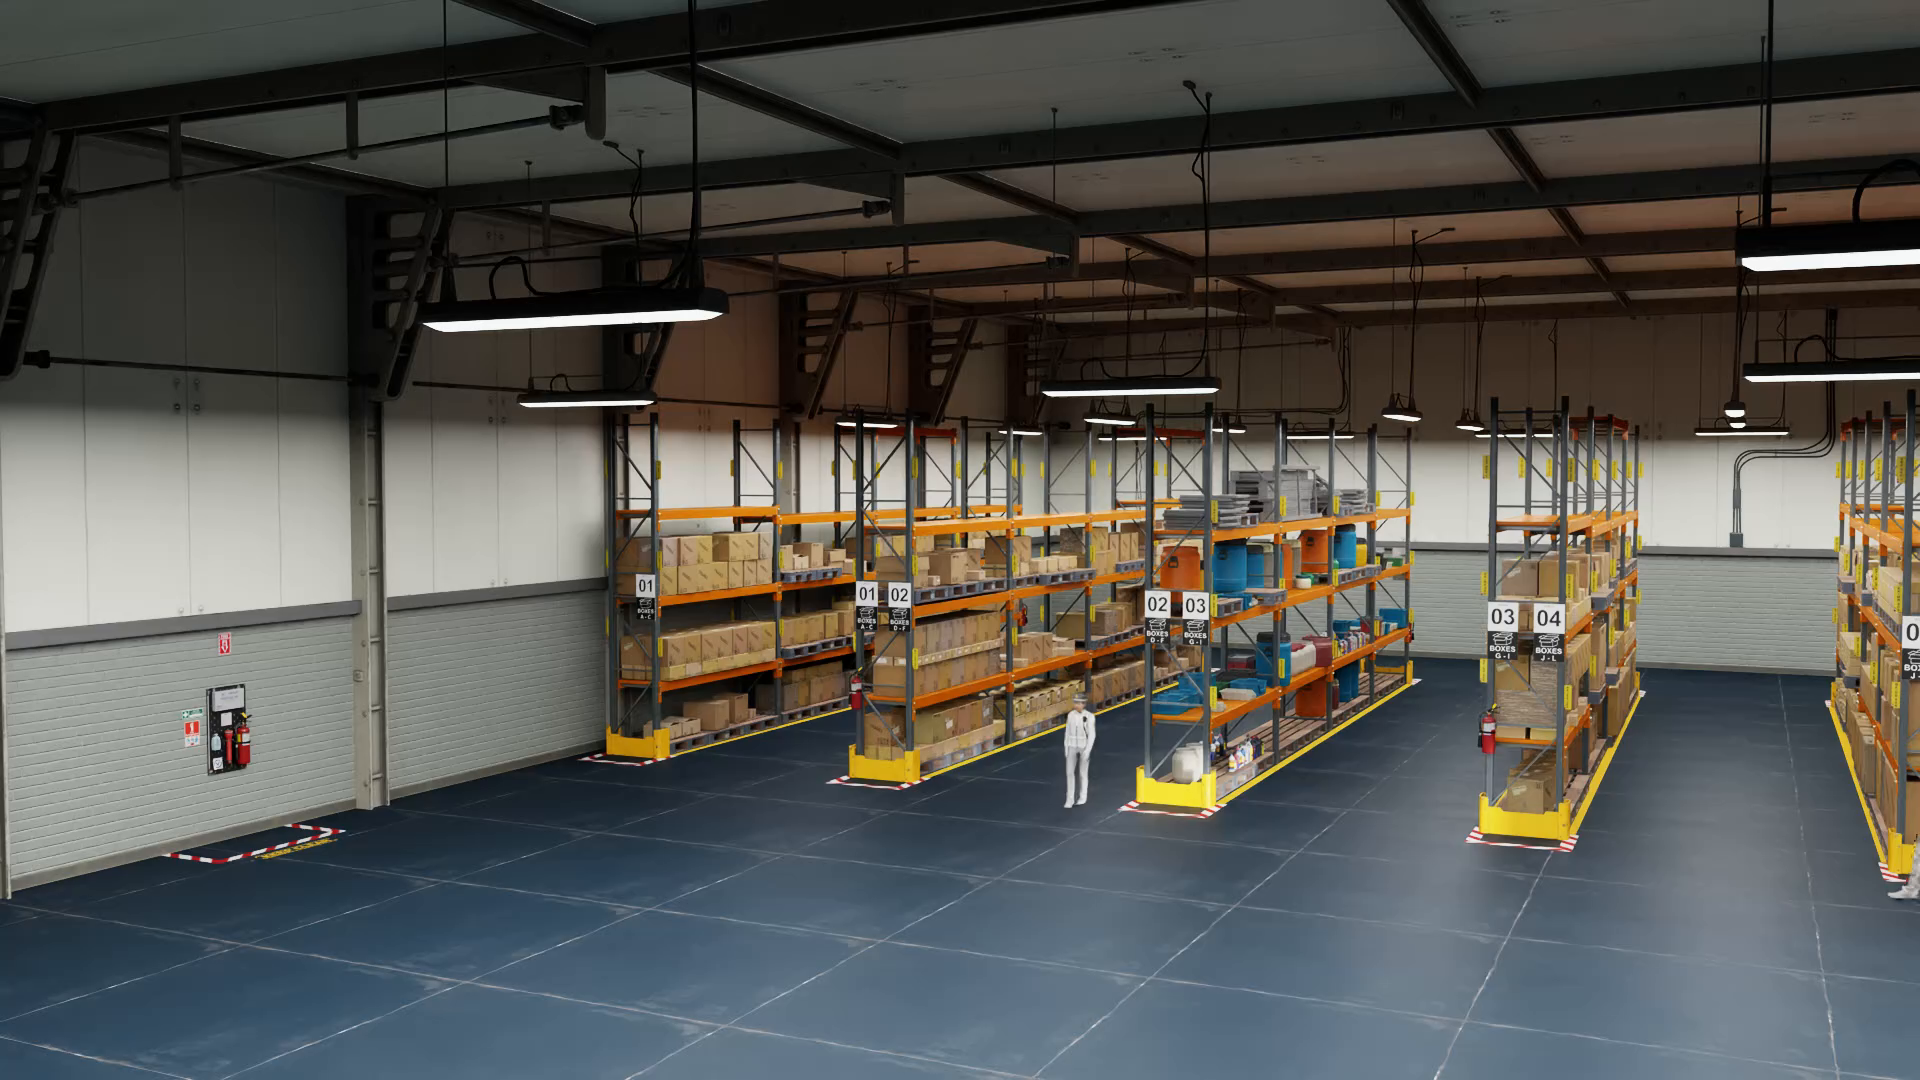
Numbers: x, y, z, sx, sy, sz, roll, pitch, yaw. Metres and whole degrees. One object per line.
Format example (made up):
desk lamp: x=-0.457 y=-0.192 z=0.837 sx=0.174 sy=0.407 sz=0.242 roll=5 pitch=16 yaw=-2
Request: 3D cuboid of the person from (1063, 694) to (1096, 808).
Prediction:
person: x=1.768 y=3.163 z=24.763 sx=0.521 sy=1.751 sz=0.552 roll=1 pitch=3 yaw=23

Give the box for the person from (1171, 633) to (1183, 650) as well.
person: x=5.683 y=2.315 z=42.645 sx=0.619 sy=1.766 sz=0.576 roll=2 pitch=3 yaw=42

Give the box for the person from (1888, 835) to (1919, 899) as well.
person: x=11.246 y=3.307 z=19.155 sx=0.592 sy=1.753 sz=0.871 roll=-1 pitch=3 yaw=-31
